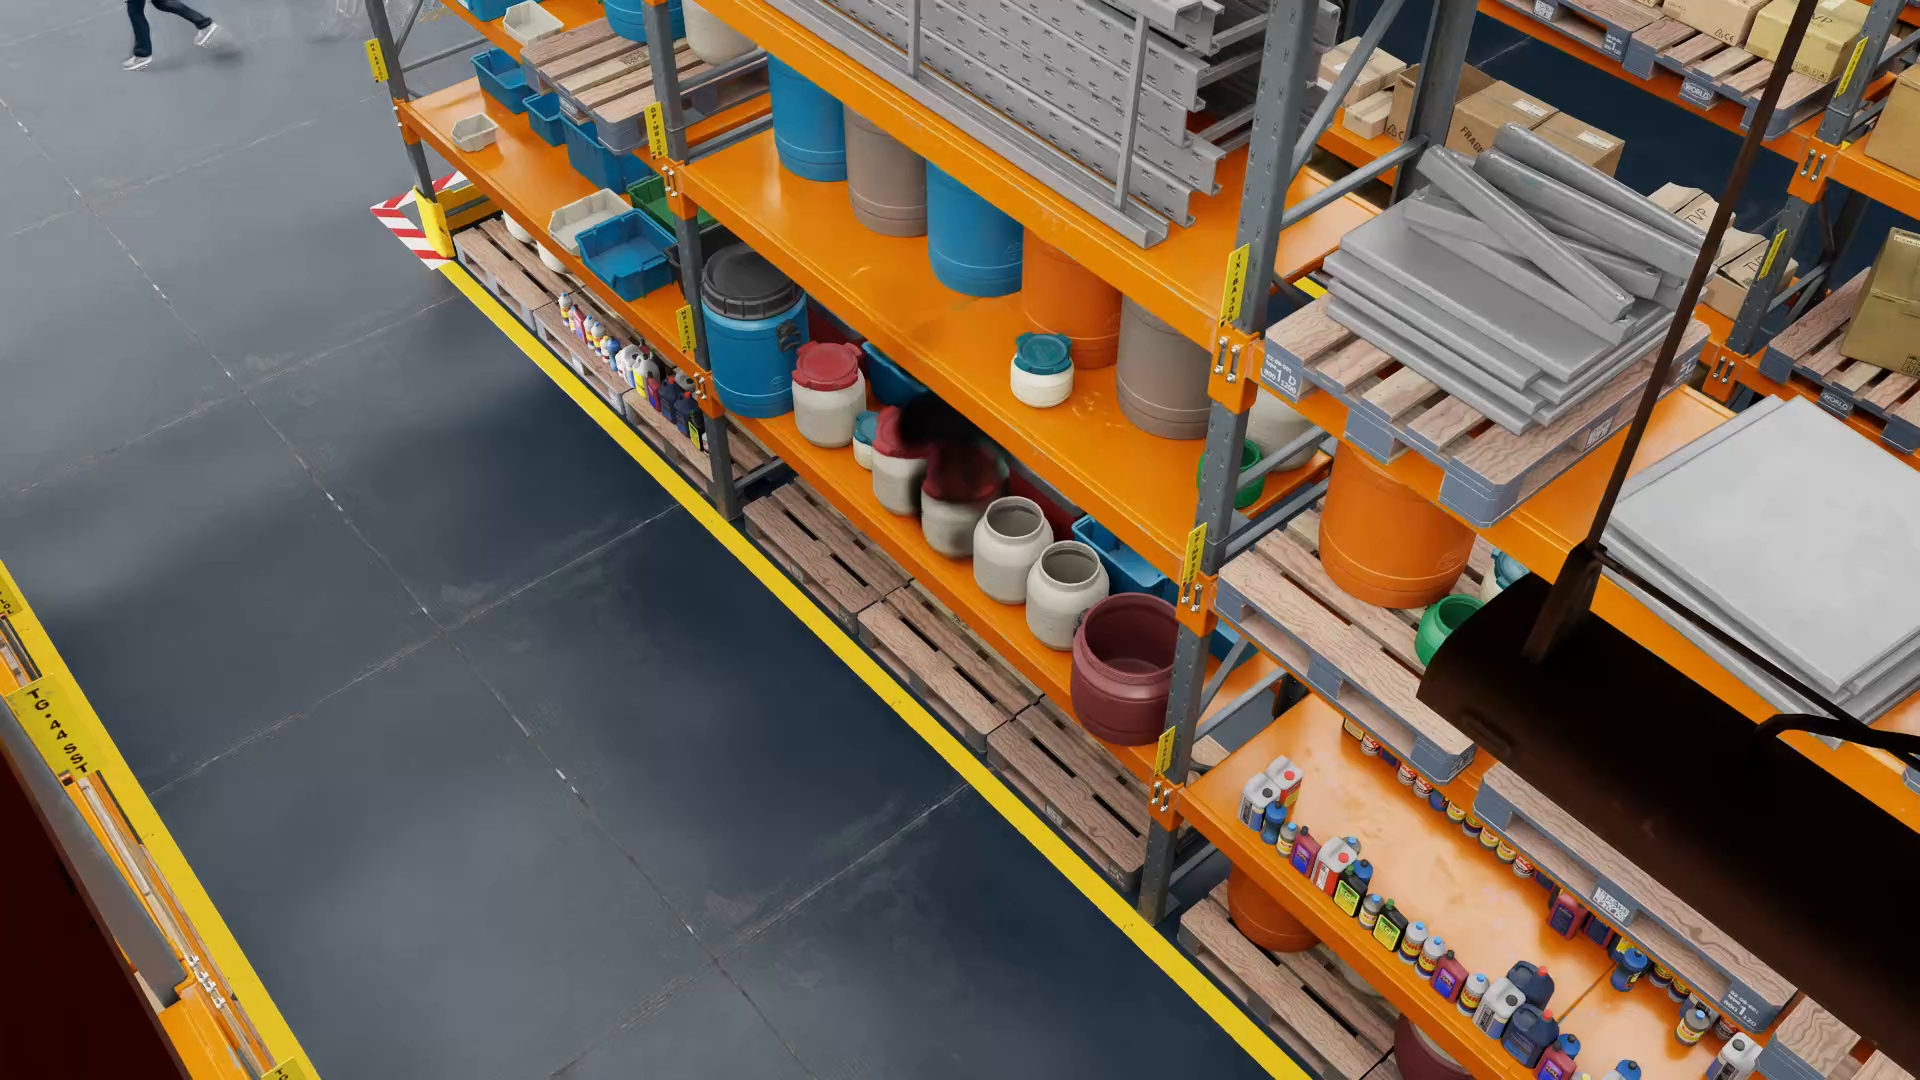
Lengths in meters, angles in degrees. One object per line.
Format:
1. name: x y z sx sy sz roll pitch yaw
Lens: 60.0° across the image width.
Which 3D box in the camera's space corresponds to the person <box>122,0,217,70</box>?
1. person: -7.140 -4.929 14.536 0.883 1.584 0.534 -15 48 -13
